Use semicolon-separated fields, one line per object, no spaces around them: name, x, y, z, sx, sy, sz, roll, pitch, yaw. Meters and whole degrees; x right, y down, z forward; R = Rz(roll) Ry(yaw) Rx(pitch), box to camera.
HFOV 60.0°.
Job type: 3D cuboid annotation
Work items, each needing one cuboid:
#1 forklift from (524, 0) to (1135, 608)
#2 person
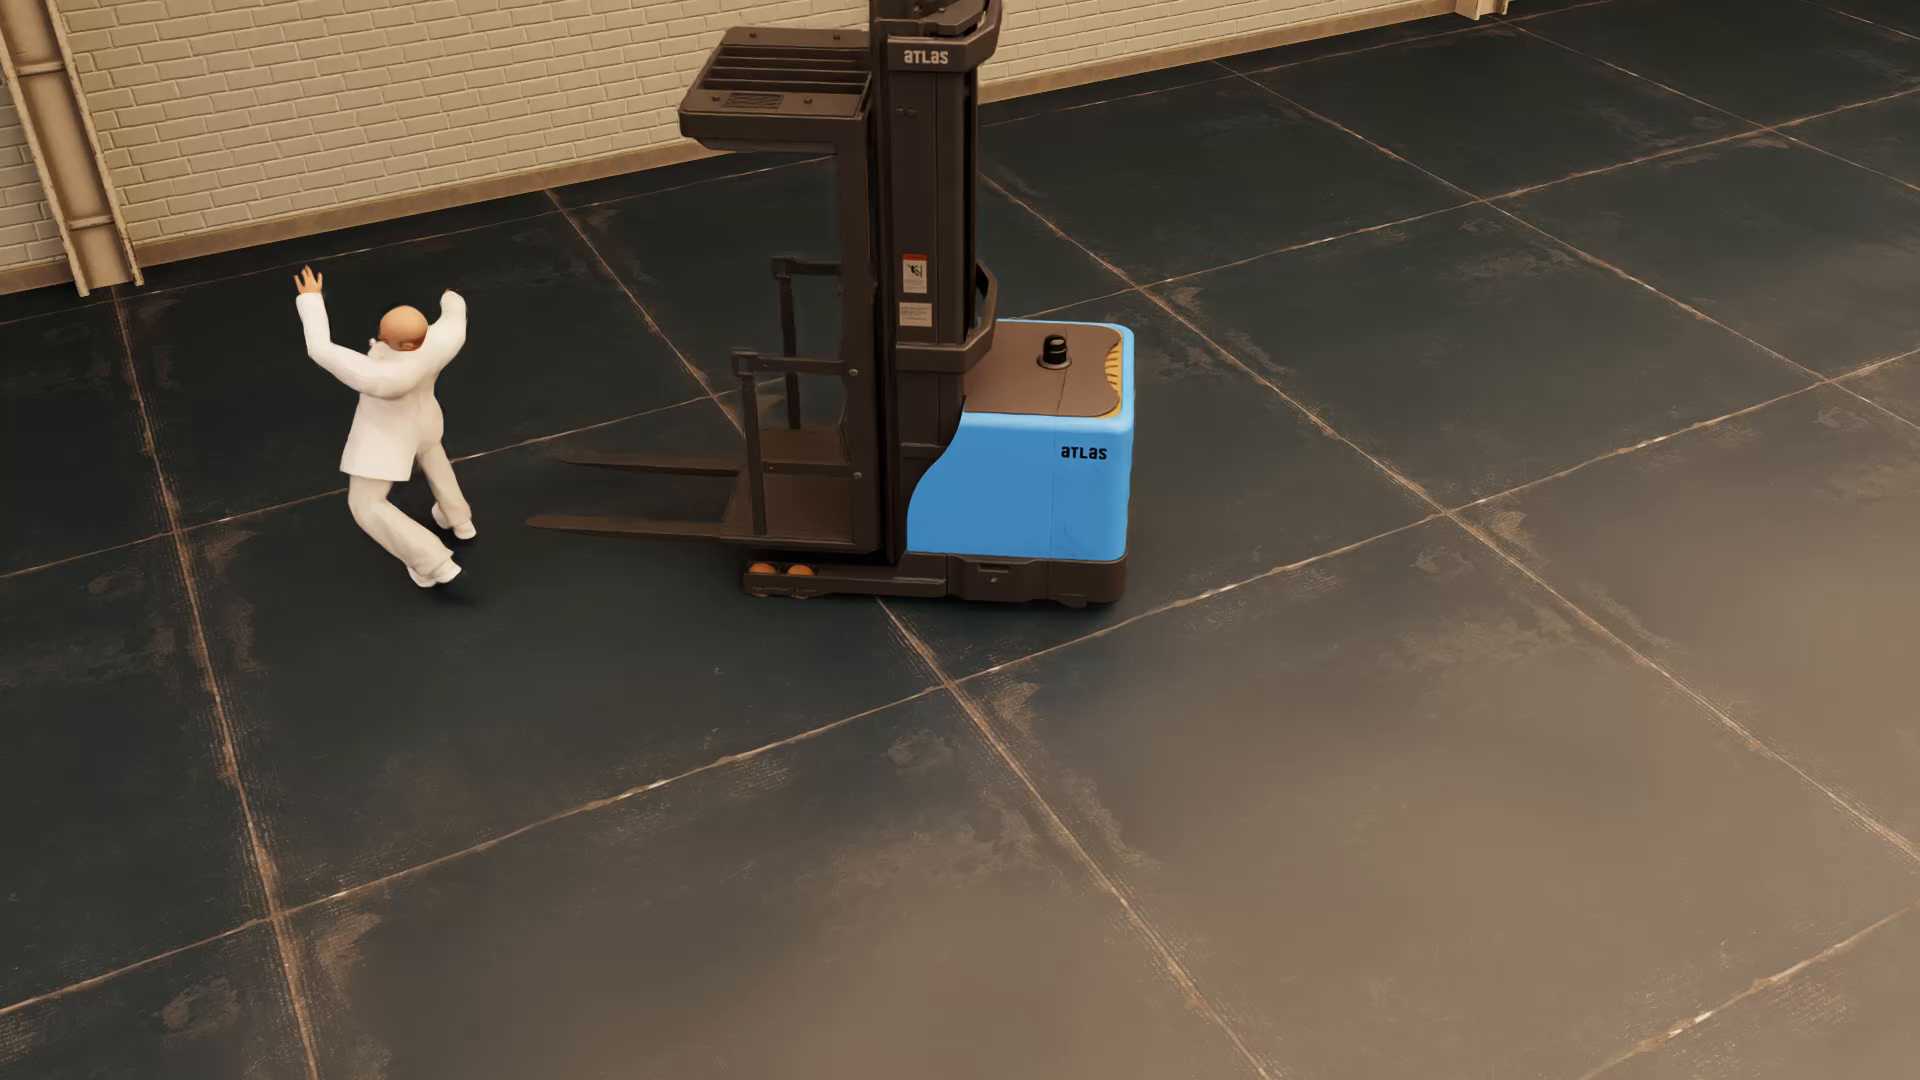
forklift;-0.662;-1.206;7.829;3.031;2.935;1.130;3;35;4
person;-2.671;-0.659;8.245;0.805;1.547;1.099;11;37;15
